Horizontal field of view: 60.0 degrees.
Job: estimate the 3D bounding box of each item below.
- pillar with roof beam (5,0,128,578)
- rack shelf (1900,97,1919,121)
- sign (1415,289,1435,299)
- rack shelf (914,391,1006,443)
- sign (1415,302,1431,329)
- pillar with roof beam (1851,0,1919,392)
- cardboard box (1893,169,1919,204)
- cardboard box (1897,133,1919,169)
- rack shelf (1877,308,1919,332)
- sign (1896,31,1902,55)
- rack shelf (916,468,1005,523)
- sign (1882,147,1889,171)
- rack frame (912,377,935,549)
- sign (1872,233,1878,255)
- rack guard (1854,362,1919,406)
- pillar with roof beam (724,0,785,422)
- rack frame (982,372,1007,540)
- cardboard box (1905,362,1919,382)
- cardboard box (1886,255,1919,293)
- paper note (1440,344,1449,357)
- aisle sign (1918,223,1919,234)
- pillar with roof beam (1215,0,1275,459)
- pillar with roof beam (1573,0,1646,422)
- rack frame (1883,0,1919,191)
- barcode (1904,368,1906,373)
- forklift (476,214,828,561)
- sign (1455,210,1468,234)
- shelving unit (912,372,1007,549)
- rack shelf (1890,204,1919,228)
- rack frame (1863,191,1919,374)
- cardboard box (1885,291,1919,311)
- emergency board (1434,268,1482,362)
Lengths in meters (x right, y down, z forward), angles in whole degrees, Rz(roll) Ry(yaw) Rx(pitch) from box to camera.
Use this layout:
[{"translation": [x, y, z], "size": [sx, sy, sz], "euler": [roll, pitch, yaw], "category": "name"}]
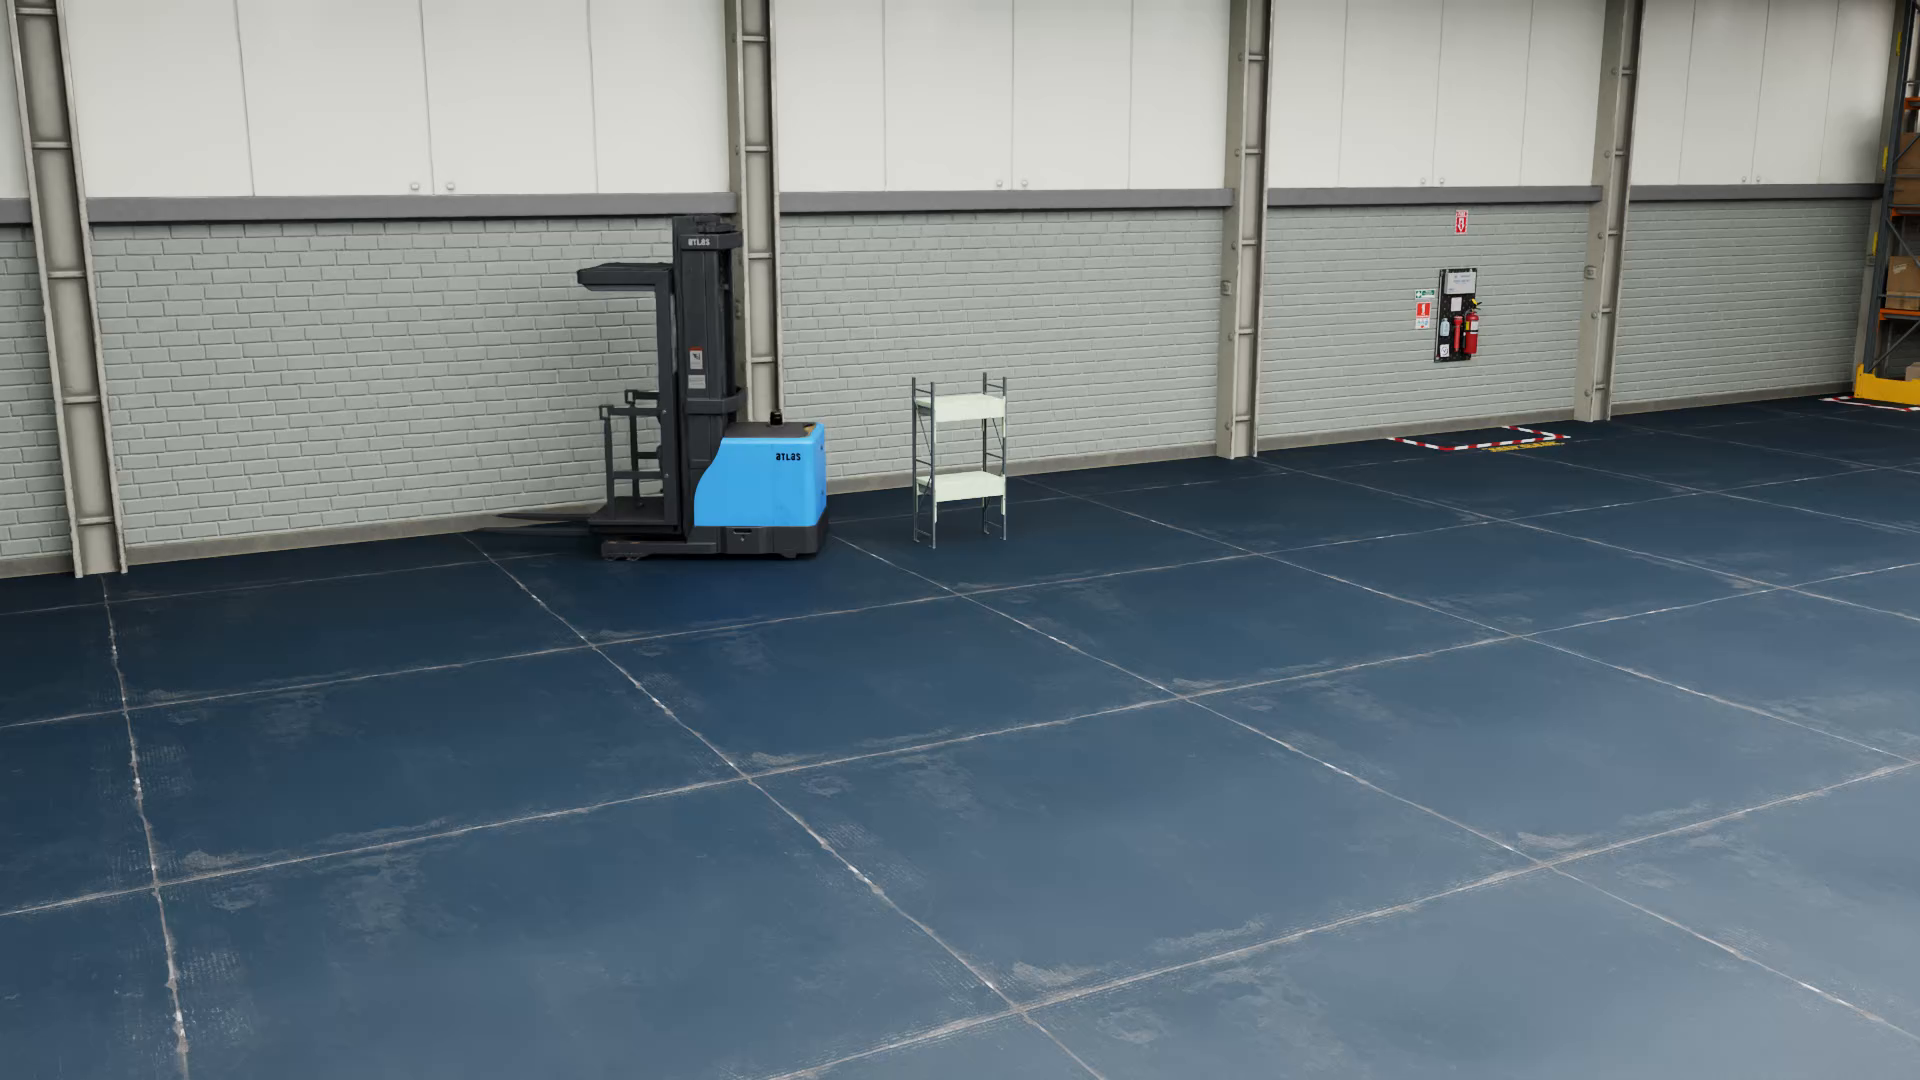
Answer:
[{"translation": [-5.205, -3.295, 9.396], "size": [0.400, 9.000, 9.100], "euler": [-7, 14, -28], "category": "pillar with roof beam"}, {"translation": [15.354, -6.267, 24.248], "size": [4.000, 0.370, 1.077], "euler": [-7, 14, -28], "category": "rack shelf"}, {"translation": [5.818, -3.075, 20.795], "size": [0.331, 0.109, 0.001], "euler": [-7, 14, -28], "category": "sign"}, {"translation": [-0.006, -1.112, 14.996], "size": [0.720, 0.370, 0.431], "euler": [-7, 14, -28], "category": "rack shelf"}, {"translation": [5.810, -2.818, 20.859], "size": [0.234, 0.329, 0.001], "euler": [-7, 14, -28], "category": "sign"}, {"translation": [15.861, -5.820, 20.615], "size": [0.400, 9.000, 9.100], "euler": [-7, 14, -28], "category": "pillar with roof beam"}, {"translation": [13.843, -5.097, 23.961], "size": [0.500, 0.500, 0.500], "euler": [-6, 14, -24], "category": "cardboard box"}, {"translation": [13.851, -5.588, 23.865], "size": [0.500, 0.500, 0.500], "euler": [-6, 14, -25], "category": "cardboard box"}, {"translation": [15.354, -3.342, 24.906], "size": [4.000, 0.370, 1.077], "euler": [-7, 14, -28], "category": "rack shelf"}, {"translation": [13.350, -7.051, 23.598], "size": [0.005, 0.325, 0.100], "euler": [-7, 14, -28], "category": "sign"}, {"translation": [-0.006, -0.413, 15.154], "size": [0.720, 0.370, 0.431], "euler": [-7, 14, -28], "category": "rack shelf"}, {"translation": [13.350, -5.487, 23.950], "size": [0.005, 0.325, 0.100], "euler": [-7, 14, -28], "category": "sign"}, {"translation": [-0.327, -0.692, 14.911], "size": [0.023, 1.500, 0.400], "euler": [-7, 14, -28], "category": "rack frame"}, {"translation": [13.350, -4.311, 24.215], "size": [0.005, 0.325, 0.100], "euler": [-7, 14, -28], "category": "sign"}, {"translation": [13.665, -2.271, 24.202], "size": [0.348, 0.500, 1.175], "euler": [-7, 14, -28], "category": "rack guard"}, {"translation": [0.062, -3.926, 12.201], "size": [0.400, 9.000, 9.100], "euler": [-7, 14, -28], "category": "pillar with roof beam"}, {"translation": [0.315, -0.769, 15.253], "size": [0.023, 1.500, 0.400], "euler": [-7, 14, -28], "category": "rack frame"}, {"translation": [14.249, -2.441, 24.385], "size": [0.500, 0.311, 0.500], "euler": [-9, 15, -34], "category": "cardboard box"}, {"translation": [13.910, -3.875, 24.226], "size": [0.500, 0.500, 0.500], "euler": [-7, 14, -28], "category": "cardboard box"}, {"translation": [6.156, -2.404, 21.106], "size": [0.142, 0.148, 0.016], "euler": [-7, 14, -28], "category": "paper note"}, {"translation": [13.679, -4.685, 23.316], "size": [0.004, 0.787, 0.394], "euler": [-7, 14, -28], "category": "aisle sign"}, {"translation": [5.328, -4.557, 15.005], "size": [0.400, 9.000, 9.100], "euler": [-7, 14, -28], "category": "pillar with roof beam"}, {"translation": [10.594, -5.189, 17.810], "size": [0.400, 9.000, 9.100], "euler": [-7, 14, -28], "category": "pillar with roof beam"}, {"translation": [13.598, -6.409, 23.233], "size": [0.127, 3.000, 1.000], "euler": [-7, 14, -28], "category": "rack frame"}, {"translation": [14.073, -2.524, 24.735], "size": [0.075, 0.075, 0.001], "euler": [-7, 14, -28], "category": "barcode"}, {"translation": [-2.739, -1.365, 14.638], "size": [3.031, 2.935, 1.130], "euler": [0, 13, 1], "category": "forklift"}, {"translation": [6.290, -3.988, 20.860], "size": [0.199, 0.298, 0.001], "euler": [-7, 14, -28], "category": "sign"}, {"translation": [-0.006, -0.731, 15.082], "size": [0.755, 1.500, 0.431], "euler": [-7, 14, -28], "category": "shelving unit"}, {"translation": [15.354, -4.805, 24.577], "size": [4.000, 0.370, 1.077], "euler": [-7, 14, -28], "category": "rack shelf"}, {"translation": [13.598, -3.482, 23.892], "size": [0.127, 3.000, 1.000], "euler": [-7, 14, -28], "category": "rack frame"}, {"translation": [13.916, -3.506, 24.291], "size": [0.500, 0.250, 0.500], "euler": [-7, 14, -27], "category": "cardboard box"}, {"translation": [6.344, -2.839, 21.033], "size": [0.643, 1.169, 0.194], "euler": [-7, 14, -28], "category": "emergency board"}]
